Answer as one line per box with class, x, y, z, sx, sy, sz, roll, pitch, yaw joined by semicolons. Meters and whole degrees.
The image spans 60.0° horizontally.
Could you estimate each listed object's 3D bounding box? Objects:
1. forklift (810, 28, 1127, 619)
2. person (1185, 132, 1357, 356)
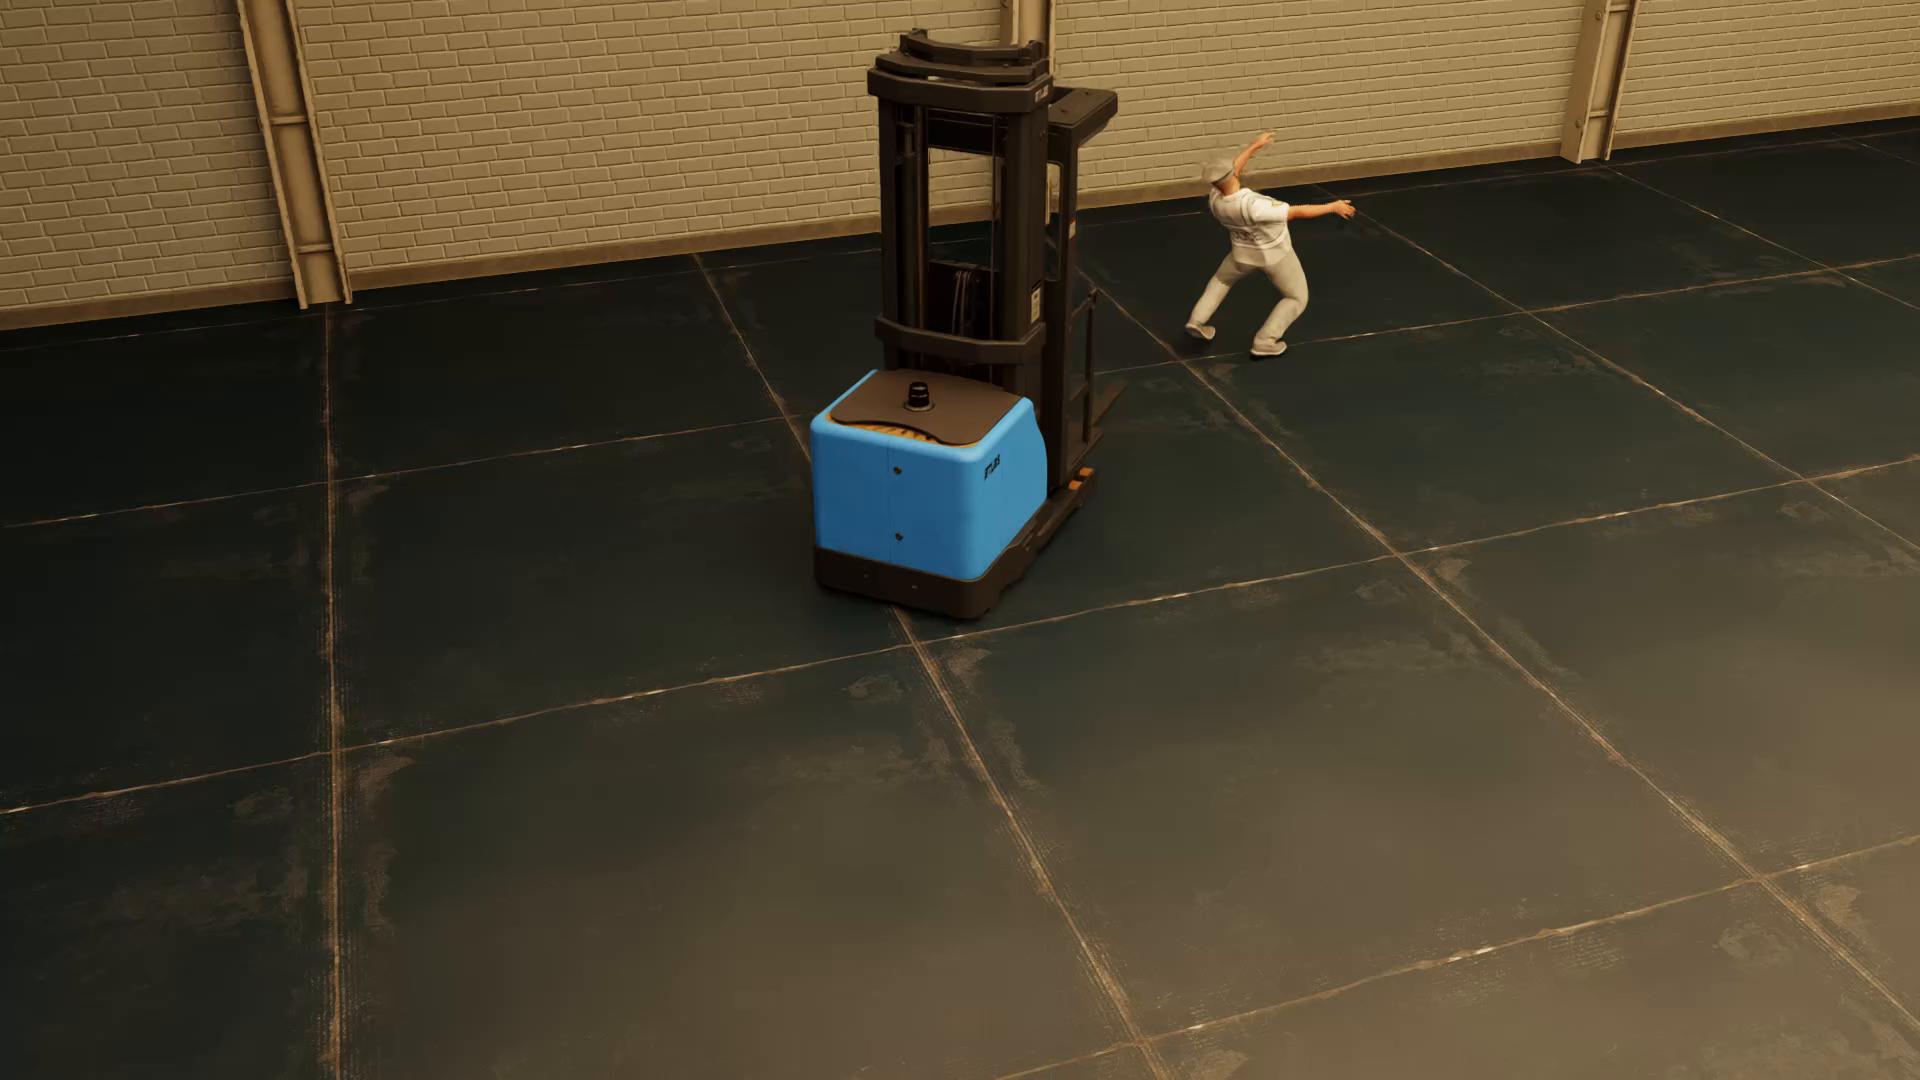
forklift;0.230;-1.555;9.789;1.130;2.935;3.031;13;32;21
person;2.253;-2.060;12.028;1.085;1.557;0.760;20;35;30
